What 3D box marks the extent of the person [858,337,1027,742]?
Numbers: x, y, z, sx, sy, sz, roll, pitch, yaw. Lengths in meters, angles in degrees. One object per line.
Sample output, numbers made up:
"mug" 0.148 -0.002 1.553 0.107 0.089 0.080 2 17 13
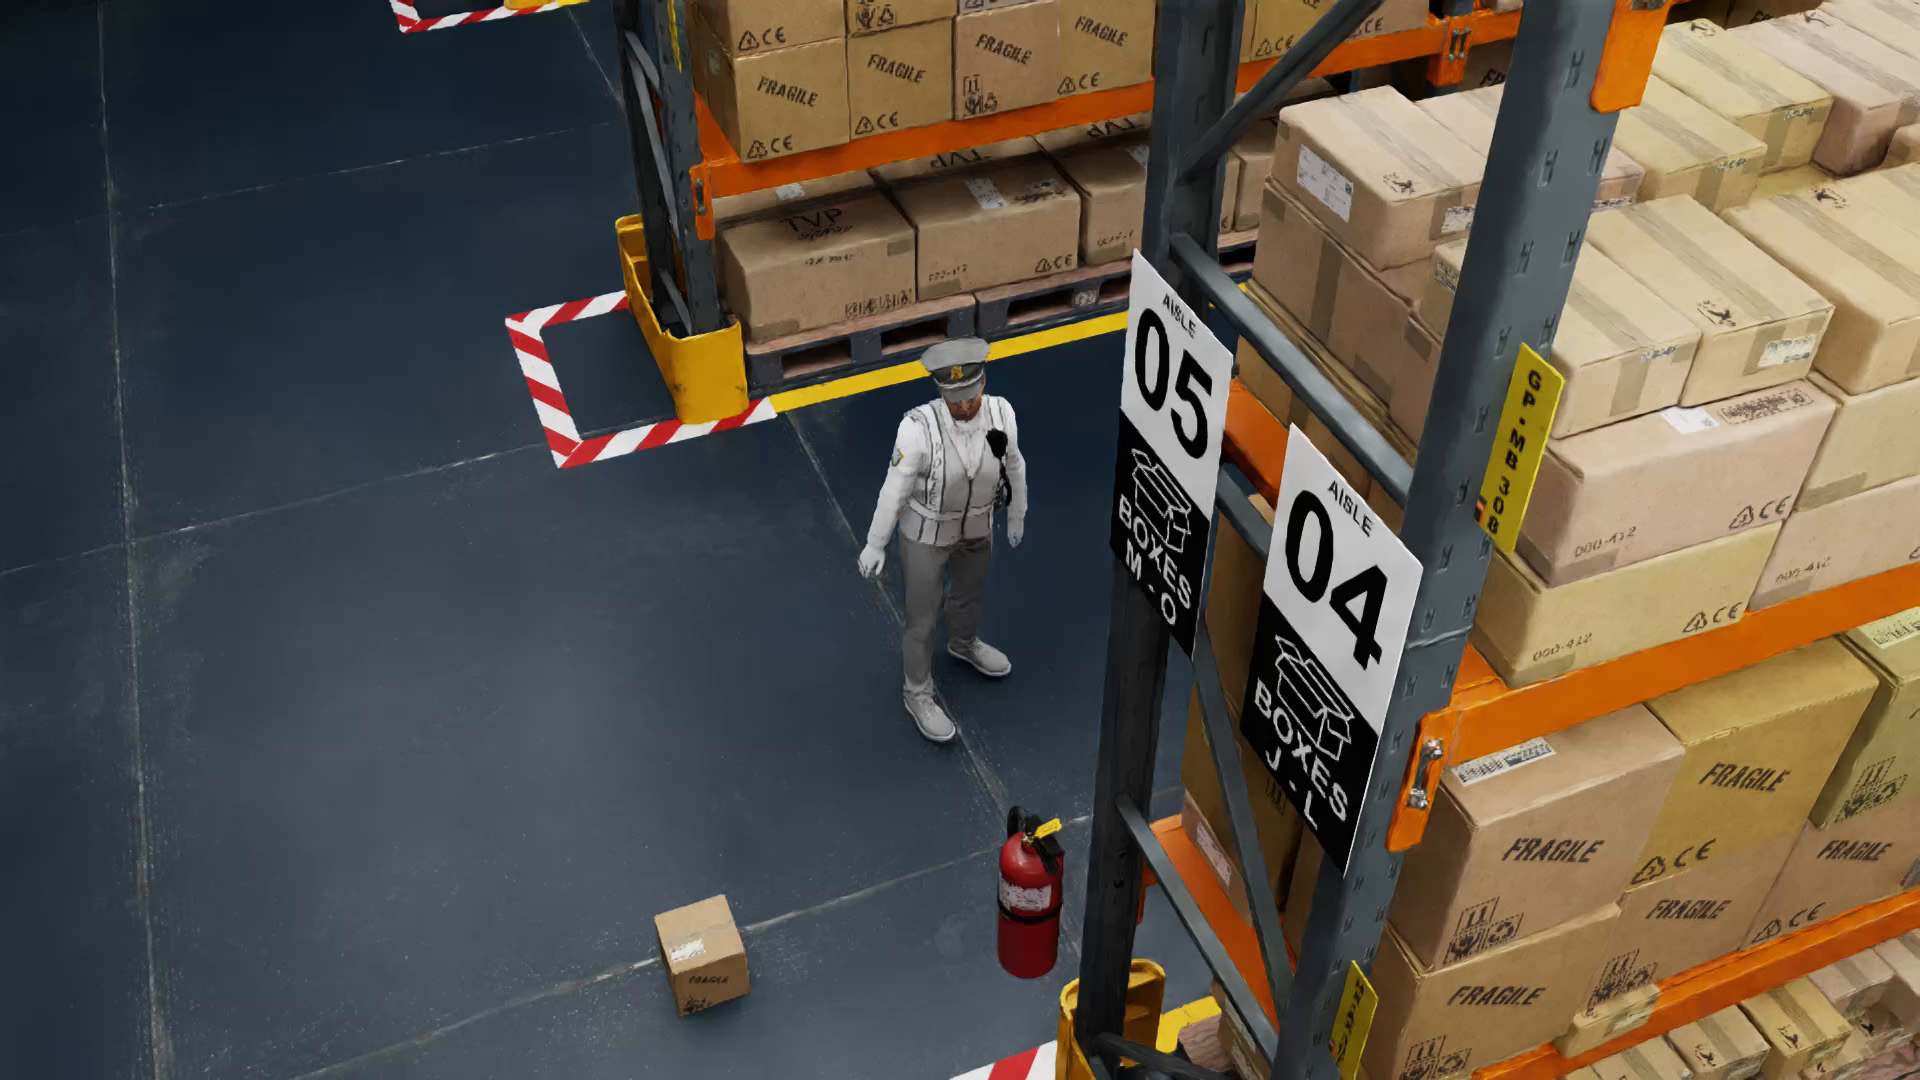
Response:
"person" -0.040 -0.004 6.114 0.658 1.677 0.492 -18 45 -19
